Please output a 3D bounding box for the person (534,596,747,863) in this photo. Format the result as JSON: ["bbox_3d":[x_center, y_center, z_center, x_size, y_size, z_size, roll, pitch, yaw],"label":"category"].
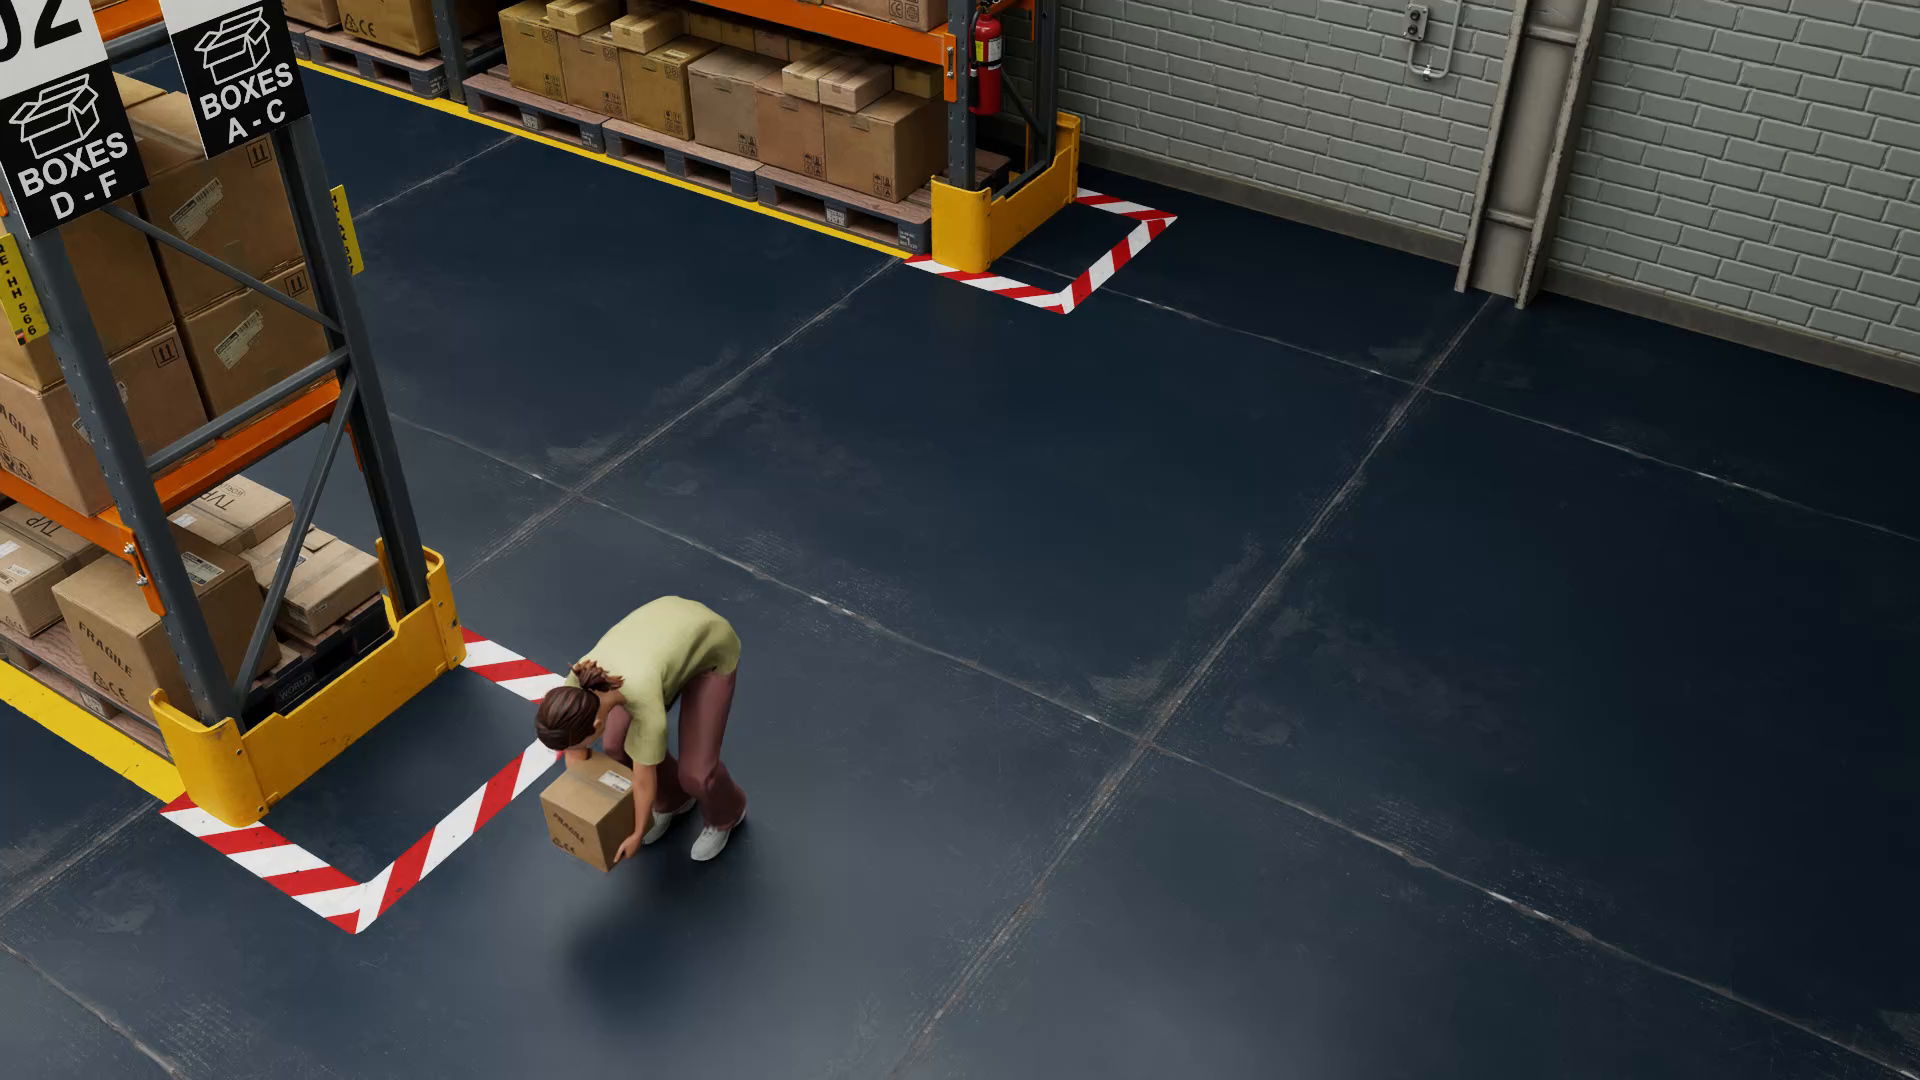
[{"bbox_3d":[-1.074,0.718,5.713,0.448,1.104,0.860,20,43,23],"label":"person"}]
